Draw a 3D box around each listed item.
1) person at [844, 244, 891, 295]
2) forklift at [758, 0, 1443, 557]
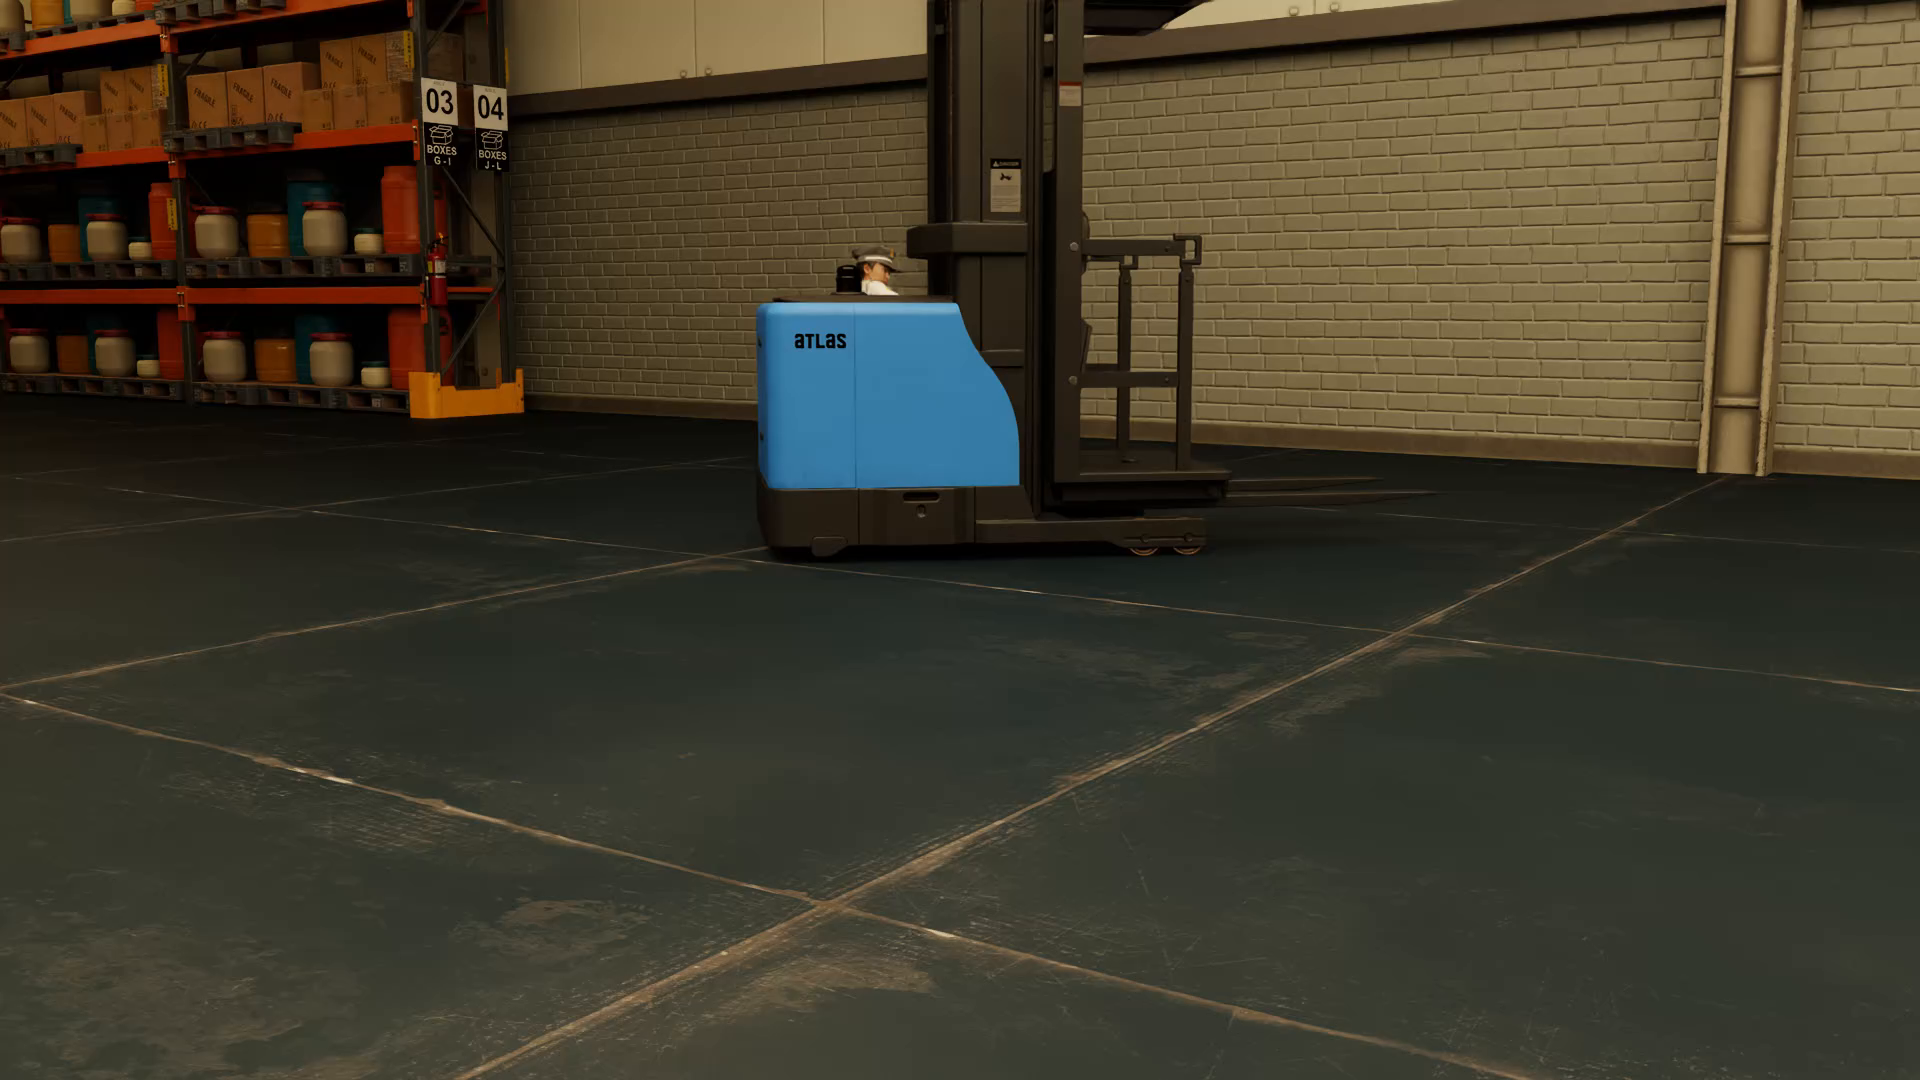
[{"bbox_3d":[-0.525,-0.997,9.745,0.805,1.449,0.786,6,10,36],"label":"person"},{"bbox_3d":[0.618,-1.451,7.394,3.031,2.935,1.130,-1,8,-7],"label":"forklift"}]
